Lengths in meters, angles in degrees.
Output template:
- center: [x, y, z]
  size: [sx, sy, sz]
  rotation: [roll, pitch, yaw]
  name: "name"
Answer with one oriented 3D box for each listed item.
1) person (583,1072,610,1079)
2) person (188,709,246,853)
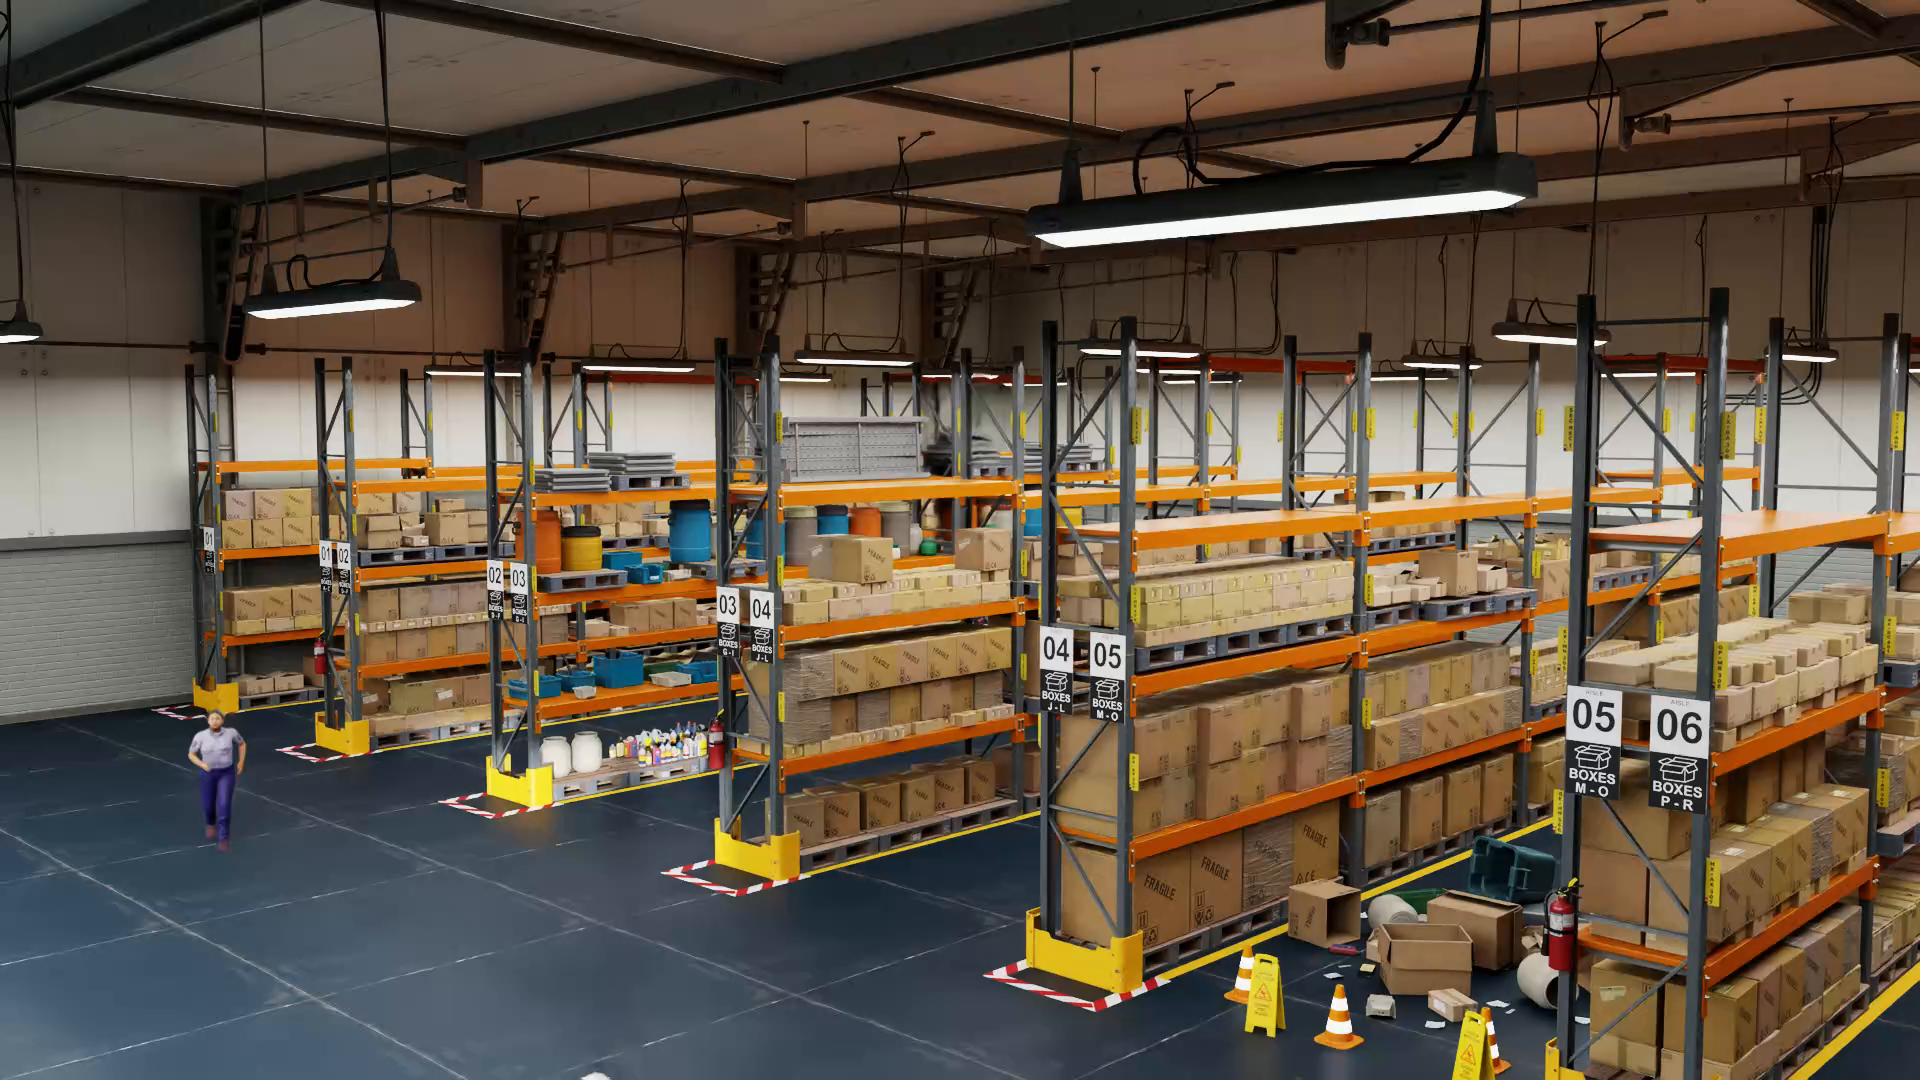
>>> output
- center: [-1.949, 3.665, 8.877]
  size: [0.593, 1.623, 0.566]
  rotation: [-1, 5, -18]
  name: "person"
- center: [-8.845, 2.844, 19.831]
  size: [0.629, 1.650, 0.806]
  rotation: [-2, 5, -22]
  name: "person"
